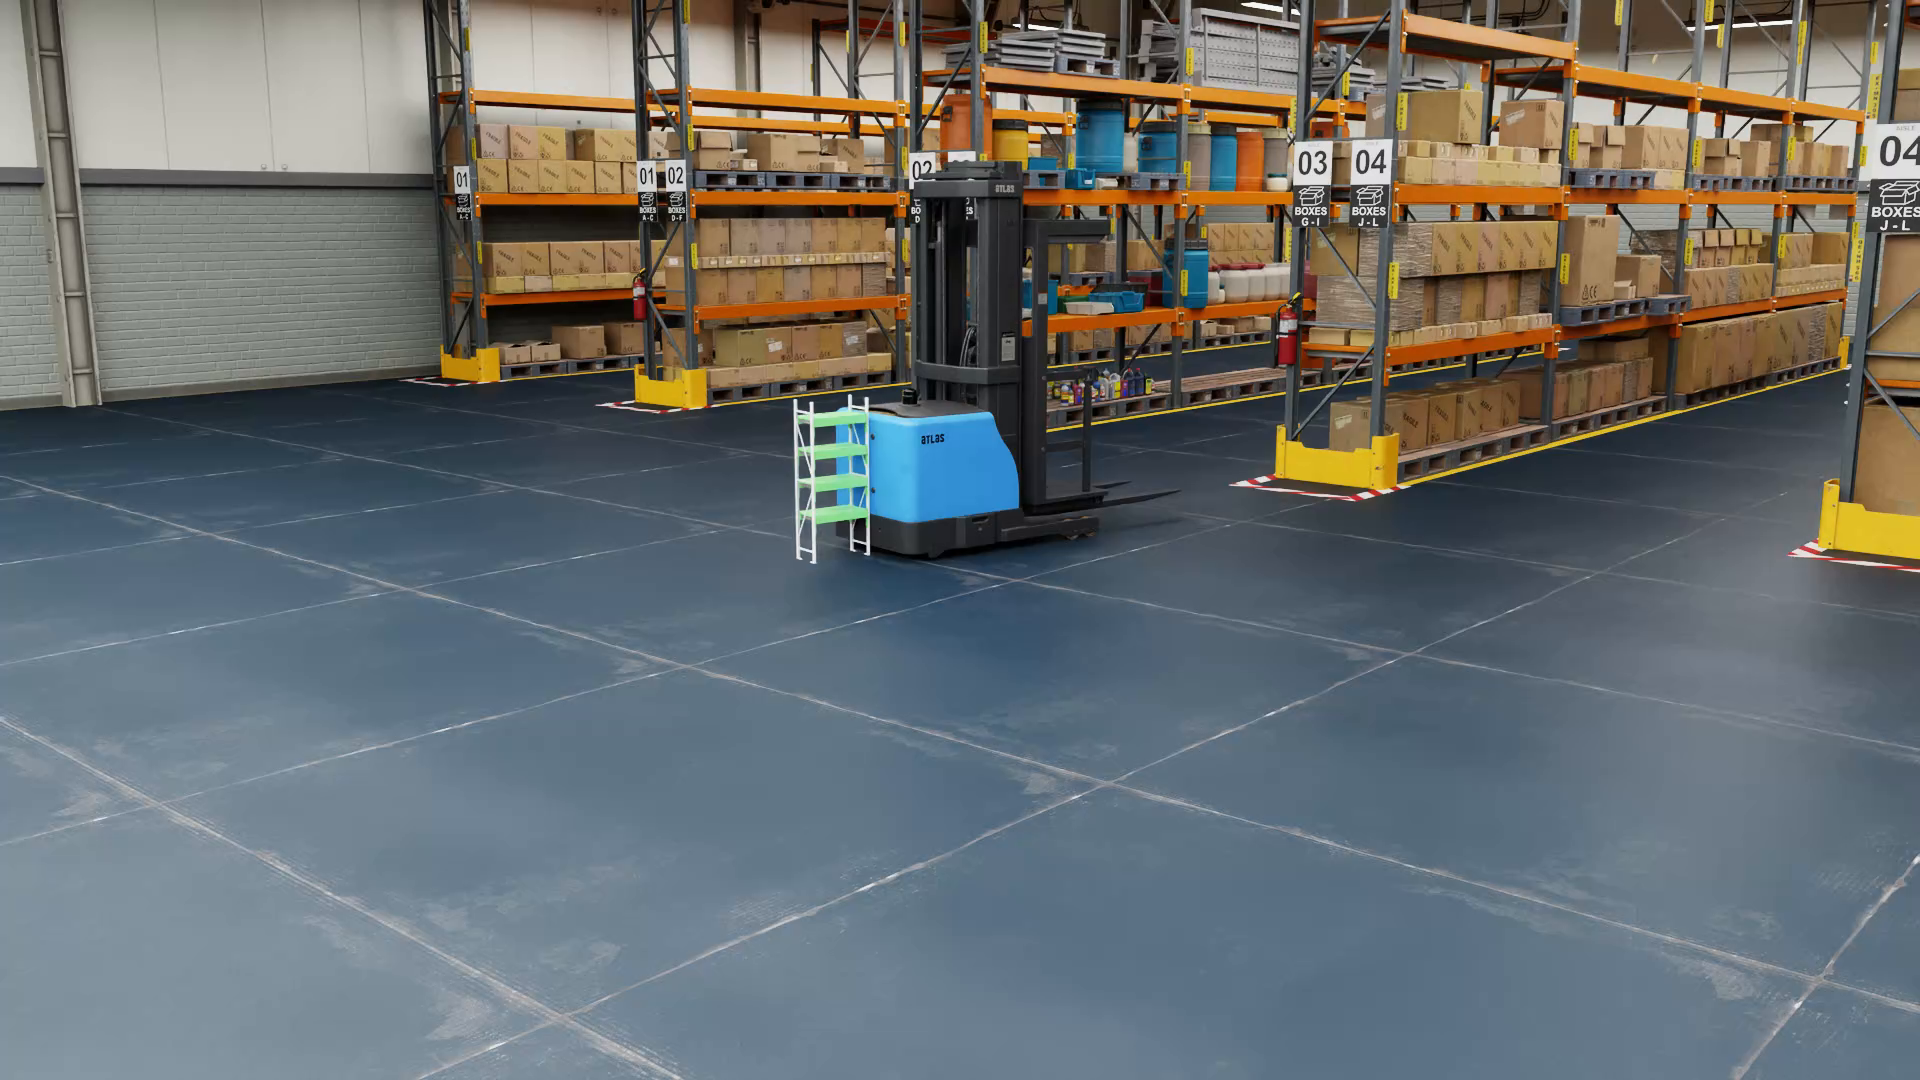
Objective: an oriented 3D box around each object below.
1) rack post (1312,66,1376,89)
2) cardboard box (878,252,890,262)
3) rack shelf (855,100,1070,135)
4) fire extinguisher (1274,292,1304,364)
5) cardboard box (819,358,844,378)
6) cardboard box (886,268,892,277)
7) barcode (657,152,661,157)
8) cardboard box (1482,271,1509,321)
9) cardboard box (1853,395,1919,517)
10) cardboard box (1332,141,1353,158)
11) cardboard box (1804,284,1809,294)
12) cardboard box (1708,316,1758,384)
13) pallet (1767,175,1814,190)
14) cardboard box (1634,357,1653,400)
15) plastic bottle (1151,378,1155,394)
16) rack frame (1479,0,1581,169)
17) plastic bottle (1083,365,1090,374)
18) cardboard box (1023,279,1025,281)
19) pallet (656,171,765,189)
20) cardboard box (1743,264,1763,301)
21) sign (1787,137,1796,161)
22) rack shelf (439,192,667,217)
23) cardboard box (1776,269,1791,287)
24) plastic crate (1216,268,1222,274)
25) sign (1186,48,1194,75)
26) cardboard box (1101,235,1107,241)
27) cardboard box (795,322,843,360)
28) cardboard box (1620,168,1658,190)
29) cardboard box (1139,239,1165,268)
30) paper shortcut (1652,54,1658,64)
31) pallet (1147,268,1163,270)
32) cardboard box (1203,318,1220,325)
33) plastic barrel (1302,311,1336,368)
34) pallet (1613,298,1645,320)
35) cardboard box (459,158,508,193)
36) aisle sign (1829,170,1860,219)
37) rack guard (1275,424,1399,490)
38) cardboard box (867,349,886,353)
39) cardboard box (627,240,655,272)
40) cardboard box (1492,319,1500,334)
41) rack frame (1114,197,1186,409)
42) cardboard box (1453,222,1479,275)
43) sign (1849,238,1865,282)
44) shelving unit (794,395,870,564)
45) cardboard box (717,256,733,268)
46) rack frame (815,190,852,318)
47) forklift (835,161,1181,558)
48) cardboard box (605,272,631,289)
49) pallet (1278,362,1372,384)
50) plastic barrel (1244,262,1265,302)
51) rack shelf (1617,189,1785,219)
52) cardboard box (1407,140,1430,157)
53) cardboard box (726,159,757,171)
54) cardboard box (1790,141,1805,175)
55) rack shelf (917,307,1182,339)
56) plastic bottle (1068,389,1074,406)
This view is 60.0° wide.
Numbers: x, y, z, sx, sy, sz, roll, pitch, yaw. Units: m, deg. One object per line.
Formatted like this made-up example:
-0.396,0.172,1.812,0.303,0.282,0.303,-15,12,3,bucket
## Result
5.573,-6.859,24.771,0.954,0.300,0.937,10,15,40,rack post
-1.252,-4.194,24.641,0.380,0.149,0.250,10,15,40,cardboard box
0.087,-6.582,26.049,1.077,0.370,4.000,10,15,40,rack shelf
3.144,-2.030,15.913,0.296,0.674,0.183,10,15,40,fire extinguisher
-2.032,-2.508,24.059,0.500,0.250,0.500,10,15,40,cardboard box
-1.513,-5.093,31.640,0.380,0.149,0.250,10,15,42,cardboard box
-4.037,-5.169,22.291,0.001,0.075,0.075,10,15,40,barcode
5.251,-2.595,17.529,0.875,0.500,0.500,10,15,40,cardboard box
7.622,-0.641,13.116,0.875,0.875,0.875,10,15,41,cardboard box
3.514,-3.699,15.780,0.380,0.149,0.250,10,15,40,cardboard box
12.787,-3.859,25.513,0.380,0.149,0.250,10,15,41,cardboard box
10.490,-2.726,23.555,1.225,0.875,0.875,9,14,38,cardboard box
12.035,-5.337,24.842,1.003,0.211,1.213,10,15,40,pallet
8.419,-2.091,21.280,0.700,0.500,0.500,9,14,37,cardboard box
2.480,-2.004,21.606,0.097,0.201,0.097,0,11,0,plastic bottle
6.206,-5.555,18.051,1.000,3.000,0.127,10,15,40,rack frame
1.641,-2.106,21.735,0.144,0.351,0.185,10,15,42,plastic bottle
1.021,-4.192,27.183,0.380,0.149,0.250,10,15,40,cardboard box
-3.387,-4.835,22.326,1.003,0.211,1.213,10,15,40,pallet
11.051,-3.664,23.640,0.500,0.500,0.500,10,15,42,cardboard box
11.901,-5.601,23.812,0.100,0.325,0.005,10,15,40,sign
-6.277,-5.359,26.561,1.077,0.370,4.000,10,15,40,rack shelf
11.994,-3.898,24.693,0.500,0.250,0.500,9,15,39,cardboard box
3.829,-3.676,23.792,0.402,0.464,0.583,10,15,40,plastic crate
2.891,-6.021,20.913,0.100,0.325,0.005,10,15,40,sign
2.636,-6.371,36.685,0.980,0.700,0.700,11,16,43,cardboard box
-2.041,-2.878,23.994,0.500,0.500,0.500,10,15,40,cardboard box
8.066,-4.350,20.054,0.500,0.250,0.500,10,15,42,cardboard box
3.567,-5.286,30.691,0.700,0.500,0.500,4,12,21,cardboard box
9.323,-6.474,22.296,0.009,0.170,0.078,23,-8,37,paper shortcut
3.438,-4.874,30.447,1.003,0.211,1.213,10,15,40,pallet
4.706,-4.200,32.323,0.500,0.311,0.500,10,15,40,cardboard box
5.436,-3.058,25.334,0.600,0.830,0.708,10,15,40,plastic barrel
7.570,-2.811,20.119,1.003,0.211,1.213,10,15,40,pallet
-7.189,-5.493,25.090,0.500,0.500,0.500,10,15,42,cardboard box
14.400,-5.626,27.082,0.394,0.787,0.004,10,15,40,aisle sign
3.615,-0.810,15.993,1.175,0.500,0.348,10,15,40,rack guard
-1.177,-2.851,25.775,0.500,0.250,0.500,10,15,40,cardboard box
-5.362,-4.655,27.277,0.500,0.500,0.500,10,15,40,cardboard box
5.422,-2.243,17.425,0.380,0.149,0.250,10,15,40,cardboard box
2.485,-3.254,21.844,1.000,3.000,0.127,10,15,40,rack frame
4.797,-2.902,16.517,0.500,0.500,0.500,10,15,40,cardboard box
6.826,-2.125,12.631,0.100,0.325,0.005,10,15,40,sign
-0.956,-0.461,12.457,0.503,1.200,0.258,-9,14,-37,shelving unit
-3.280,-3.743,22.380,0.380,0.149,0.250,9,15,39,cardboard box
-2.316,-5.123,31.204,1.000,3.000,0.127,10,15,40,rack frame
0.496,-1.513,13.305,3.031,2.935,1.130,-9,14,-37,forklift
-5.697,-4.214,26.983,0.500,0.250,0.500,10,15,40,cardboard box
5.615,-2.596,25.672,1.003,0.211,1.213,10,15,40,pallet
4.051,-3.605,23.253,0.433,0.535,0.433,0,11,0,plastic barrel
10.166,-4.614,22.835,1.077,0.370,4.000,10,15,40,rack shelf
4.165,-3.654,15.555,0.380,0.149,0.250,10,15,42,cardboard box
-2.964,-5.079,22.536,0.380,0.149,0.250,10,15,40,cardboard box
12.316,-5.767,25.185,0.700,0.500,0.500,11,16,43,cardboard box
1.165,-2.607,20.442,1.077,0.370,4.000,10,15,40,rack shelf
1.344,-1.751,20.339,0.097,0.201,0.097,0,11,0,plastic bottle
